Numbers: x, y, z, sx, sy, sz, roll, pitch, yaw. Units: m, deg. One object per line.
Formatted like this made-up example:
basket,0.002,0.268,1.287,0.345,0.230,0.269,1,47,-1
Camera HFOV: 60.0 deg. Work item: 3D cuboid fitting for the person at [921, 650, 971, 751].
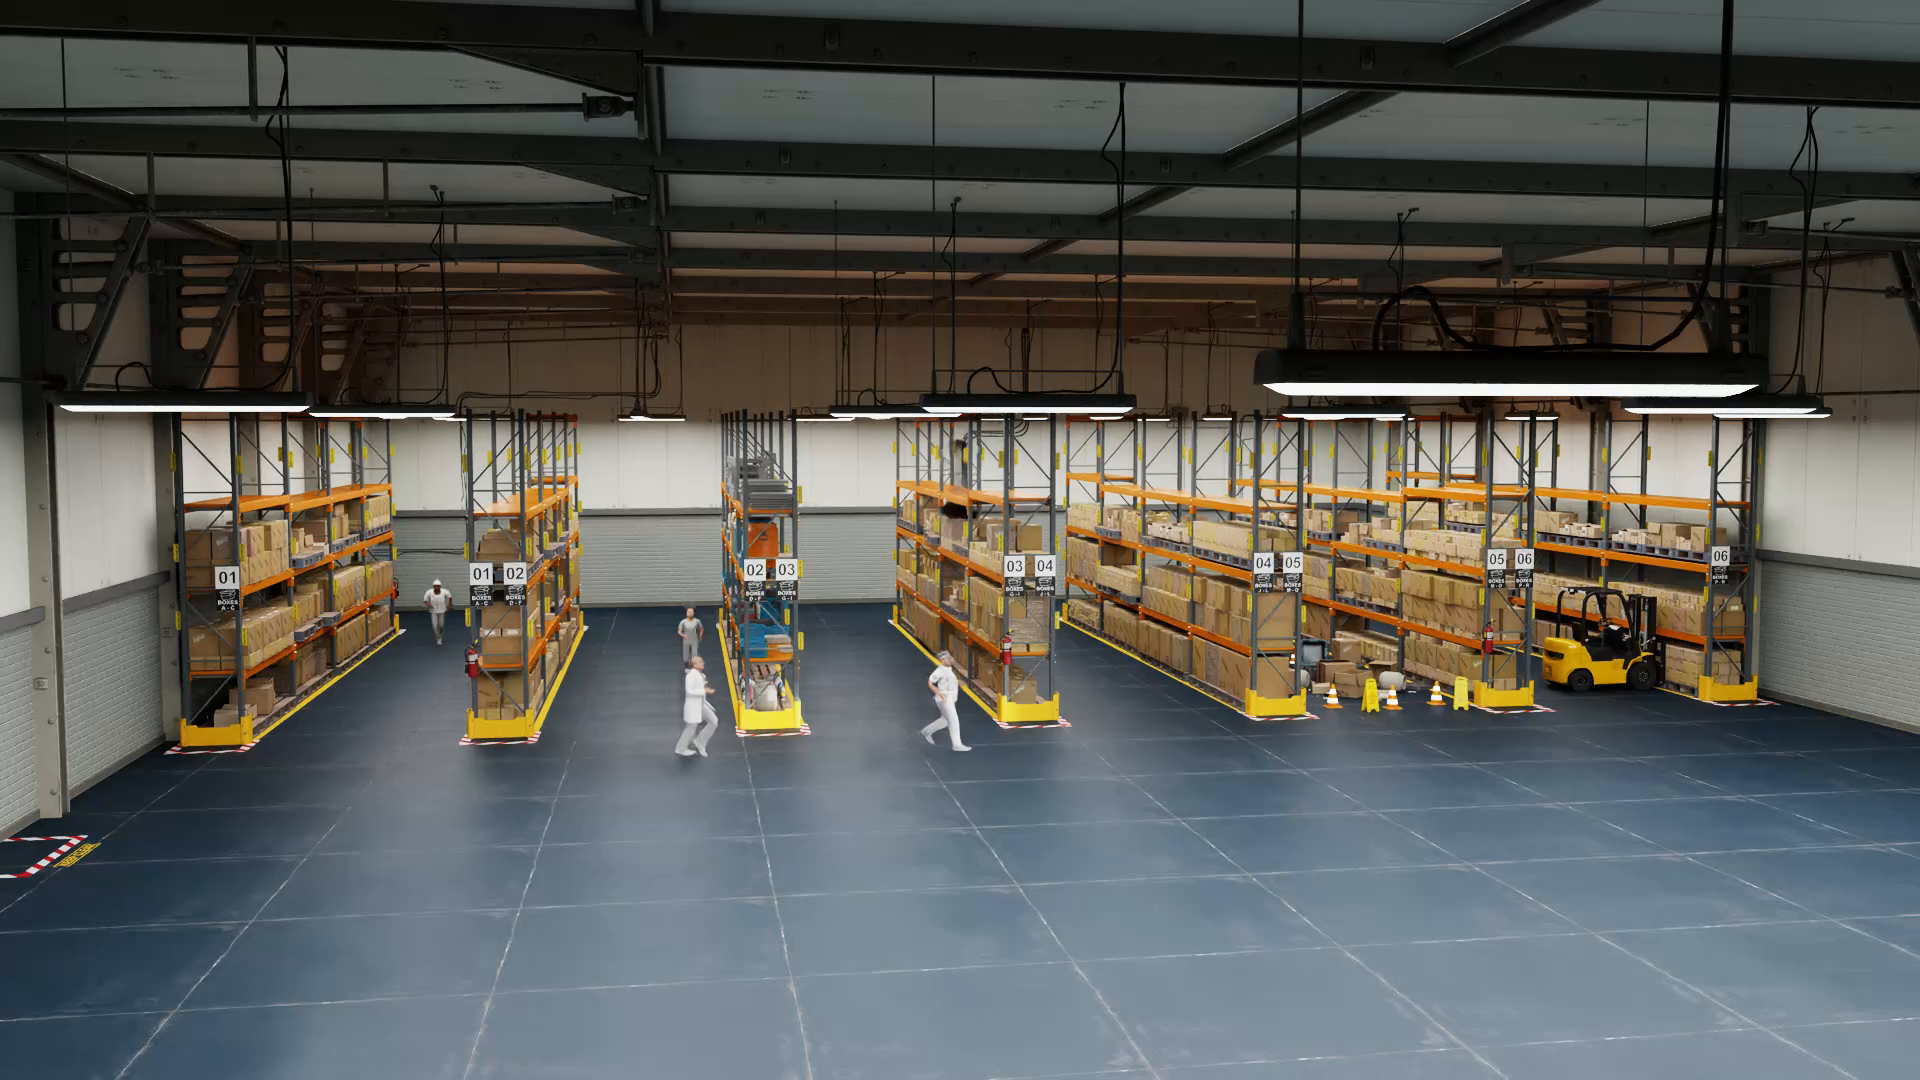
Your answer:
person,-0.261,2.795,29.126,0.959,1.755,0.672,1,4,16

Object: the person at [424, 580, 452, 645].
person,-13.510,1.873,43.044,0.688,1.702,0.729,-1,4,-13

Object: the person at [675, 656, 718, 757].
person,-4.532,2.863,28.445,0.814,1.780,0.693,1,4,18

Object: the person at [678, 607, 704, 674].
person,-6.016,2.316,37.226,0.573,1.619,0.758,-1,4,-13
